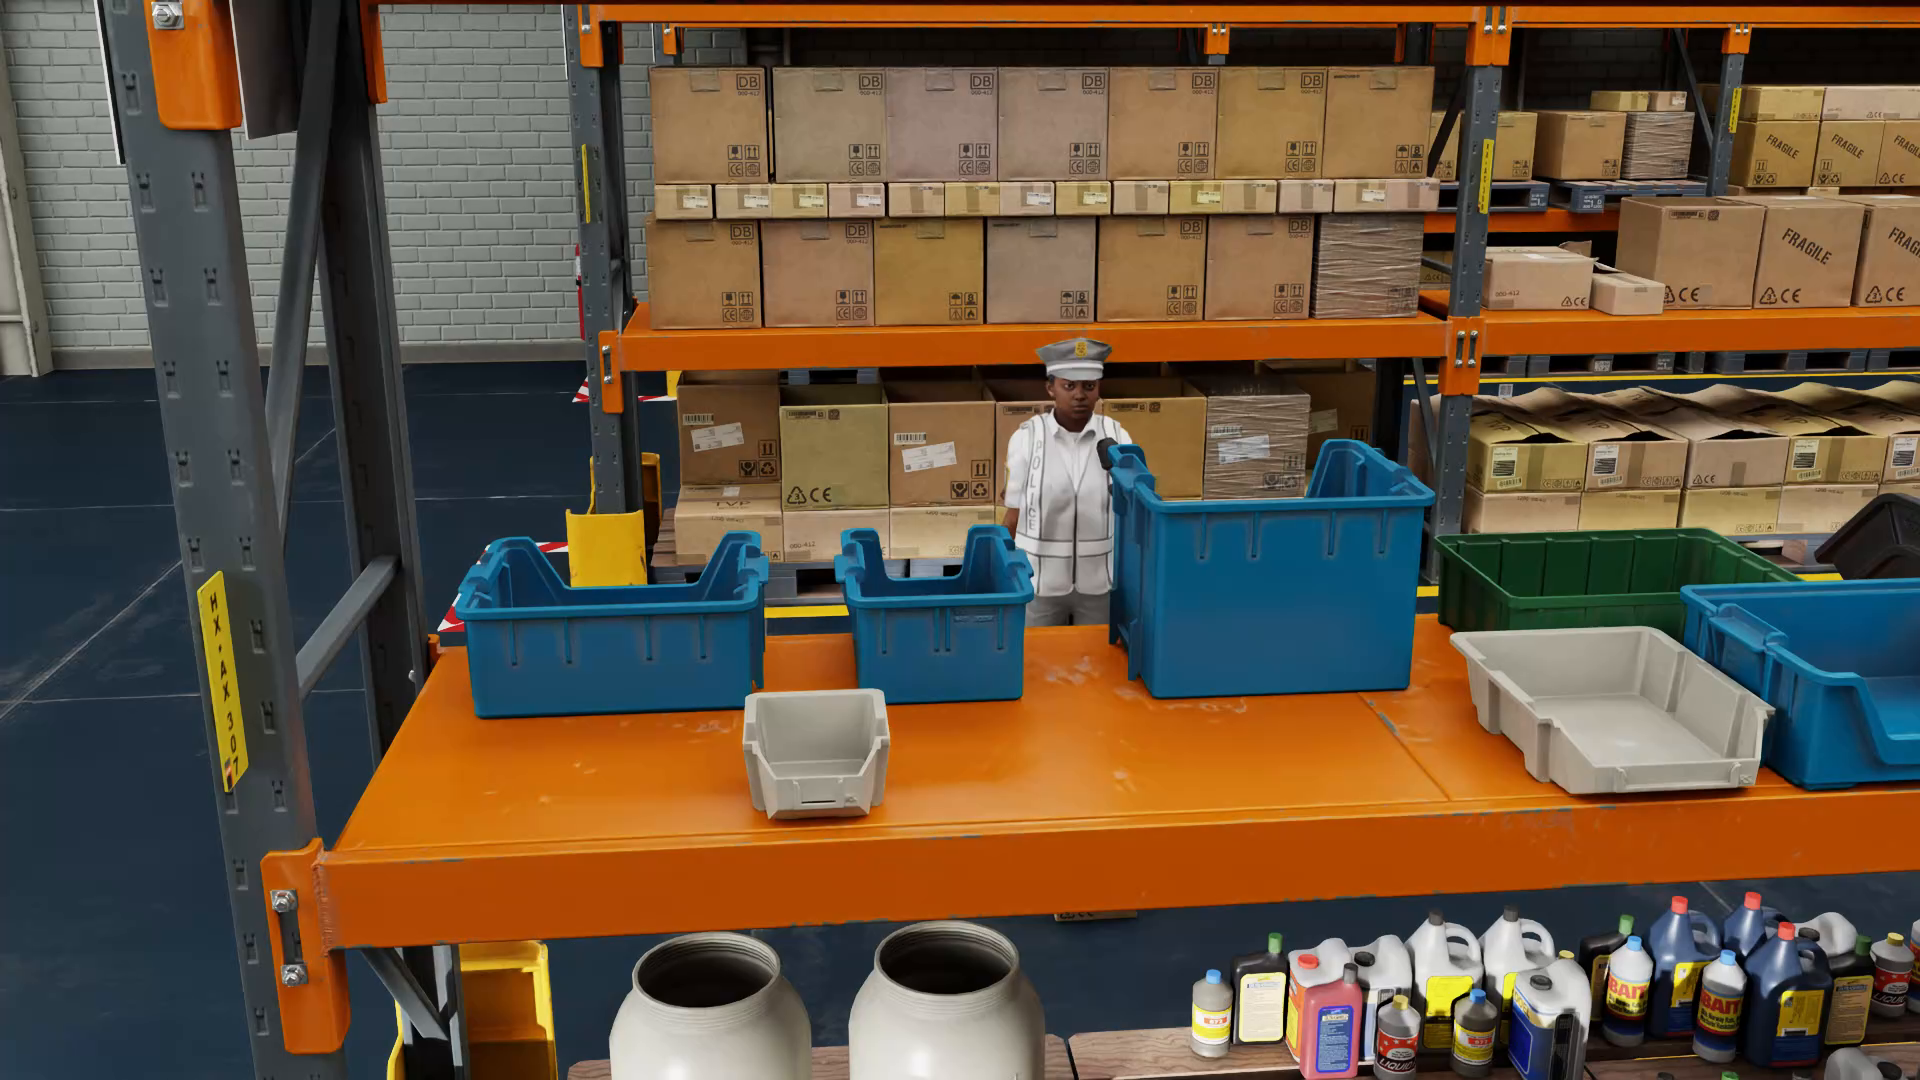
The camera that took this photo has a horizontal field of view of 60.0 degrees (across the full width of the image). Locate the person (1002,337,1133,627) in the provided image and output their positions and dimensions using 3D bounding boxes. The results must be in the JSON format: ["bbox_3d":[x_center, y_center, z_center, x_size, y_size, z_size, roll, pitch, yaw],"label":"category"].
[{"bbox_3d":[0.361,0.195,5.393,0.451,1.724,0.391,-1,17,-5],"label":"person"}]
